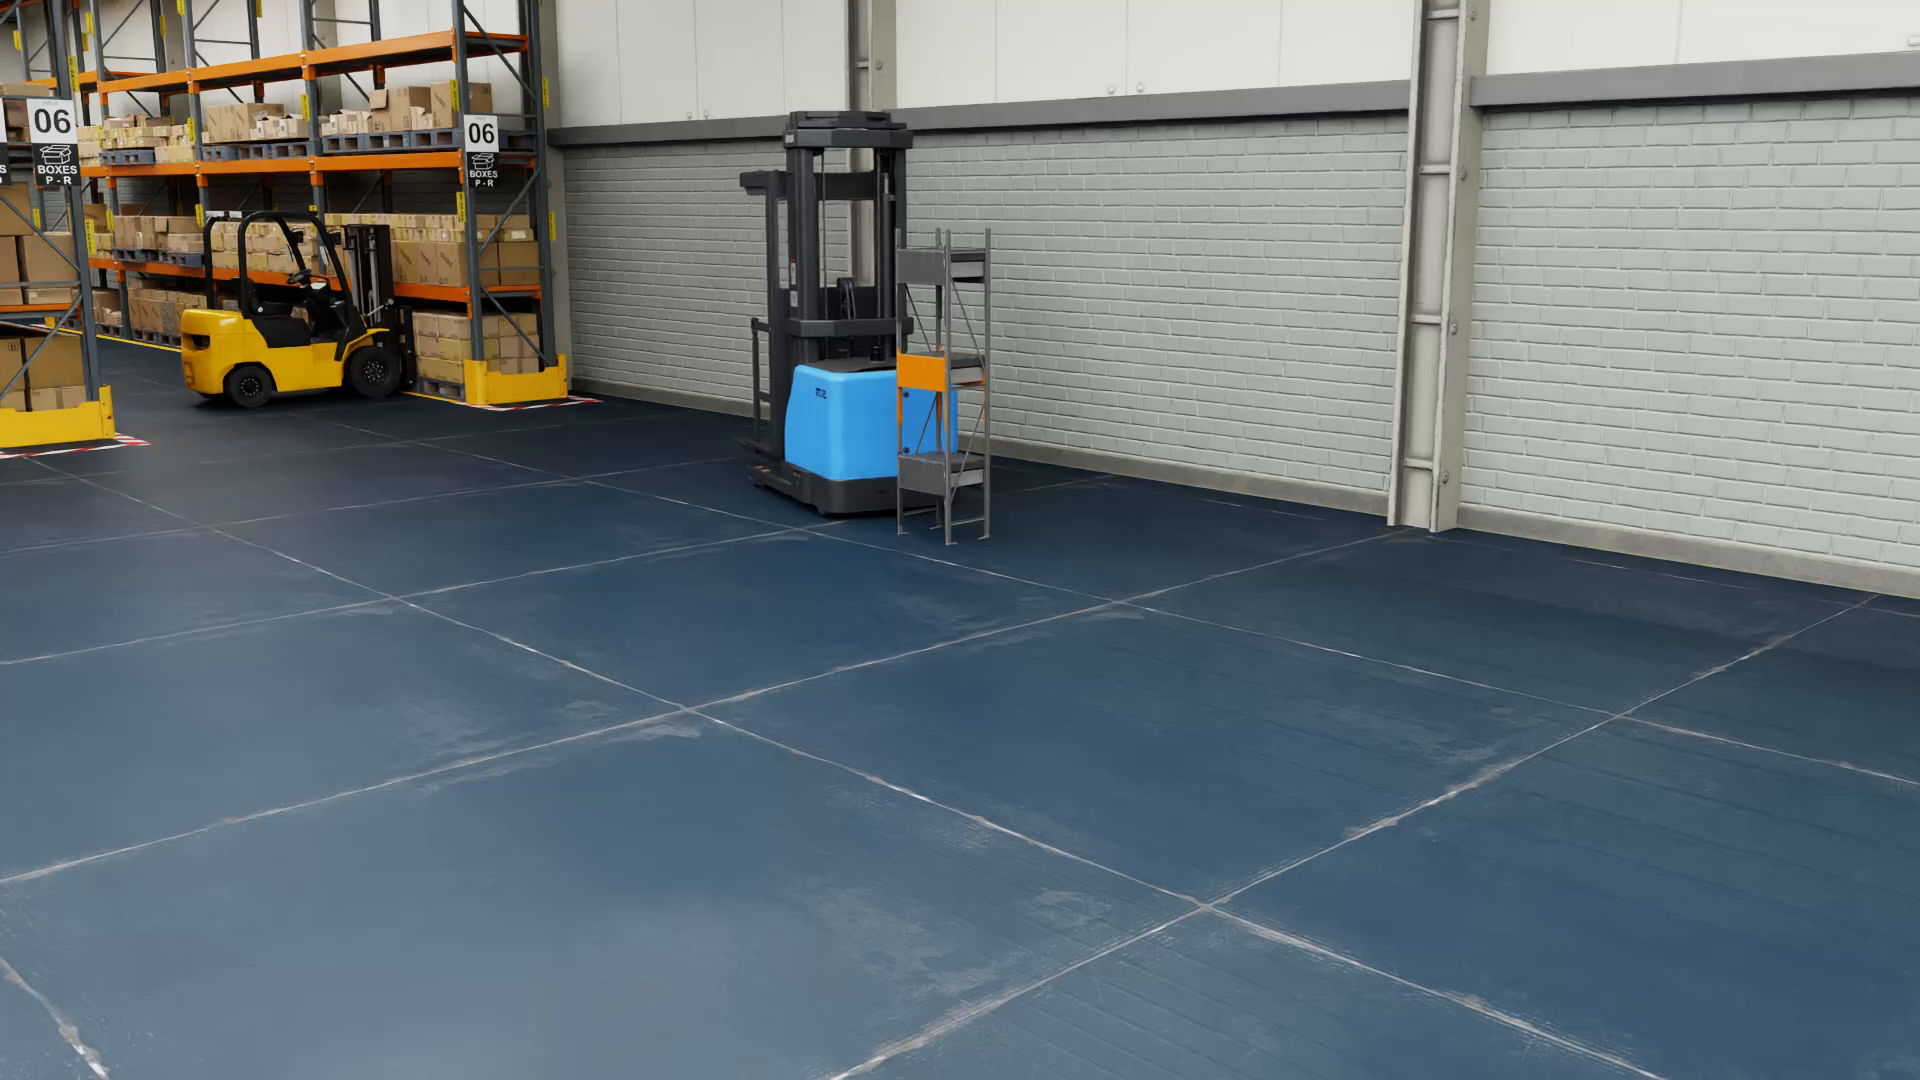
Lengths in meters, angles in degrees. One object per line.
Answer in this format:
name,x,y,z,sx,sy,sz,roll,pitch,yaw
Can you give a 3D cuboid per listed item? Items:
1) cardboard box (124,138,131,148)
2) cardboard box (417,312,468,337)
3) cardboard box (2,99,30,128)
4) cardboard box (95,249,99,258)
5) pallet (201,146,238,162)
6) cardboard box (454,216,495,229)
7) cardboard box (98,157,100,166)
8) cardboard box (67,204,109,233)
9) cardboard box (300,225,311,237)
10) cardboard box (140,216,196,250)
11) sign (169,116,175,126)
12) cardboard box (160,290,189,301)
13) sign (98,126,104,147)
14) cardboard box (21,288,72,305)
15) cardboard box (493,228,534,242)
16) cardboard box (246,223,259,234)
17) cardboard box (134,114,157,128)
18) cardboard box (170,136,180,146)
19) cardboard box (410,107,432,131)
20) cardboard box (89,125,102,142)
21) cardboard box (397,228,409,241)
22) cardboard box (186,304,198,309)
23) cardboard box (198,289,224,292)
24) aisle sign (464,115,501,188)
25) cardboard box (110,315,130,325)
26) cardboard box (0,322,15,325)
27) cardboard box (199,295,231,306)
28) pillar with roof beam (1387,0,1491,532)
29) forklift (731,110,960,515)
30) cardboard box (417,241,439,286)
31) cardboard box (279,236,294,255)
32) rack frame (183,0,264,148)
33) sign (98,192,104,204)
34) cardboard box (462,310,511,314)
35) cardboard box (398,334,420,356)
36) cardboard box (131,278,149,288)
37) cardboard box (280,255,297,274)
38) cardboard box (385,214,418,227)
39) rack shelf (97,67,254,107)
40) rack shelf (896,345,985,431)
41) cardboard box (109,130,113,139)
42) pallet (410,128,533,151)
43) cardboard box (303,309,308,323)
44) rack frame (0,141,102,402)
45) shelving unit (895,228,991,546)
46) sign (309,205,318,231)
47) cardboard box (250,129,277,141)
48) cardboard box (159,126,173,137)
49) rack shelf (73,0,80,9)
cardboard box,-12.807,-6.200,25.973,0.380,0.149,0.250,-11,16,-43
cardboard box,-6.046,-2.542,19.612,0.500,0.250,0.500,-11,16,-42
cardboard box,-8.887,-4.056,15.864,0.500,0.250,0.500,-11,16,-44
cardboard box,-14.389,-4.847,28.128,0.380,0.149,0.250,-10,16,-41
pallet,-10.137,-5.554,23.968,1.213,0.211,1.003,-10,15,-40
cardboard box,-5.545,-3.631,19.011,0.380,0.149,0.250,-11,16,-42
cardboard box,-13.894,-6.205,27.283,0.380,0.149,0.250,-11,16,-43
cardboard box,-15.040,-5.548,28.683,0.500,0.500,0.500,-10,16,-41
cardboard box,-8.496,-4.101,22.026,0.380,0.149,0.250,-11,16,-43
cardboard box,-12.361,-4.810,26.036,0.700,0.500,0.500,-11,16,-43
sign,-13.034,-6.840,27.489,0.100,0.325,0.005,-11,16,-43
cardboard box,-12.430,-3.875,26.333,0.380,0.149,0.250,-10,15,-41
sign,-13.820,-6.493,26.778,0.100,0.325,0.005,-11,16,-43
cardboard box,-8.818,-2.359,16.051,0.380,0.149,0.250,-11,16,-42
cardboard box,-5.192,-3.548,19.345,0.250,0.149,0.380,11,16,44
cardboard box,-9.764,-4.356,23.264,0.380,0.149,0.250,-10,16,-41
cardboard box,-13.172,-6.762,26.934,0.396,0.266,0.258,-11,16,-43
cardboard box,-11.620,-5.985,24.979,0.380,0.149,0.250,-11,16,-43
cardboard box,-6.113,-4.870,19.225,0.396,0.266,0.258,-11,16,-42
cardboard box,-13.955,-6.674,27.332,0.500,0.250,0.500,-11,16,-42
cardboard box,-6.491,-3.658,19.878,0.380,0.149,0.250,-11,16,-42
cardboard box,-11.456,-3.351,25.398,0.500,0.500,0.500,-11,16,-43
cardboard box,-11.892,-3.909,26.497,0.250,0.149,0.380,11,16,43
aisle sign,-5.313,-4.319,18.498,0.394,0.787,0.004,-11,16,-43
cardboard box,-14.030,-3.697,27.947,0.250,0.149,0.380,11,16,43
cardboard box,-10.540,-2.091,18.041,0.500,0.500,0.500,-11,16,-42
cardboard box,-11.194,-3.599,24.995,0.250,0.149,0.380,11,16,42
pillar with roof beam,0.199,-3.910,8.090,9.100,9.000,0.400,-11,16,-43
forklift,-1.079,-1.871,13.231,1.130,2.935,3.031,-5,13,-24
cardboard box,-6.027,-3.257,19.540,0.500,0.500,0.500,-10,15,-41
cardboard box,-8.792,-3.961,22.338,0.500,0.250,0.500,11,16,44
rack frame,-10.670,-7.202,24.067,1.000,3.000,0.127,-11,16,-43
sign,-15.780,-6.227,30.552,0.100,0.325,0.005,-11,16,-43
cardboard box,-5.688,-2.614,19.959,0.500,0.250,0.500,-11,16,-42
cardboard box,-6.418,-2.374,20.037,0.500,0.250,0.500,-11,16,-44
cardboard box,-13.333,-4.211,27.227,0.380,0.149,0.250,-11,16,-44
cardboard box,-8.796,-3.716,22.386,0.500,0.250,0.500,-11,16,-43
cardboard box,-6.770,-3.893,20.283,0.380,0.149,0.250,-11,16,-42
rack shelf,-12.051,-6.945,25.597,1.077,0.370,4.000,-11,16,-43
rack shelf,-0.114,-1.039,11.320,0.431,0.518,0.480,-11,16,-43
cardboard box,-13.308,-6.460,26.497,0.380,0.149,0.250,-11,16,-42
pallet,-5.615,-4.629,19.230,1.003,0.211,1.213,-11,16,-43
cardboard box,-8.276,-2.797,22.398,0.875,0.625,0.625,-10,15,-40
rack frame,-8.733,-2.404,15.645,1.000,3.000,0.127,-11,16,-43
shelving unit,-0.114,-1.053,11.317,0.431,2.100,0.503,-11,16,-43
sign,-8.294,-4.131,21.356,0.100,0.325,0.005,-11,16,-43
cardboard box,-9.419,-5.511,22.629,0.380,0.149,0.250,-11,16,-43
cardboard box,-11.842,-6.162,25.100,0.380,0.149,0.250,-11,16,-44
rack shelf,-14.814,-9.353,28.054,1.077,0.370,4.000,-11,16,-43
